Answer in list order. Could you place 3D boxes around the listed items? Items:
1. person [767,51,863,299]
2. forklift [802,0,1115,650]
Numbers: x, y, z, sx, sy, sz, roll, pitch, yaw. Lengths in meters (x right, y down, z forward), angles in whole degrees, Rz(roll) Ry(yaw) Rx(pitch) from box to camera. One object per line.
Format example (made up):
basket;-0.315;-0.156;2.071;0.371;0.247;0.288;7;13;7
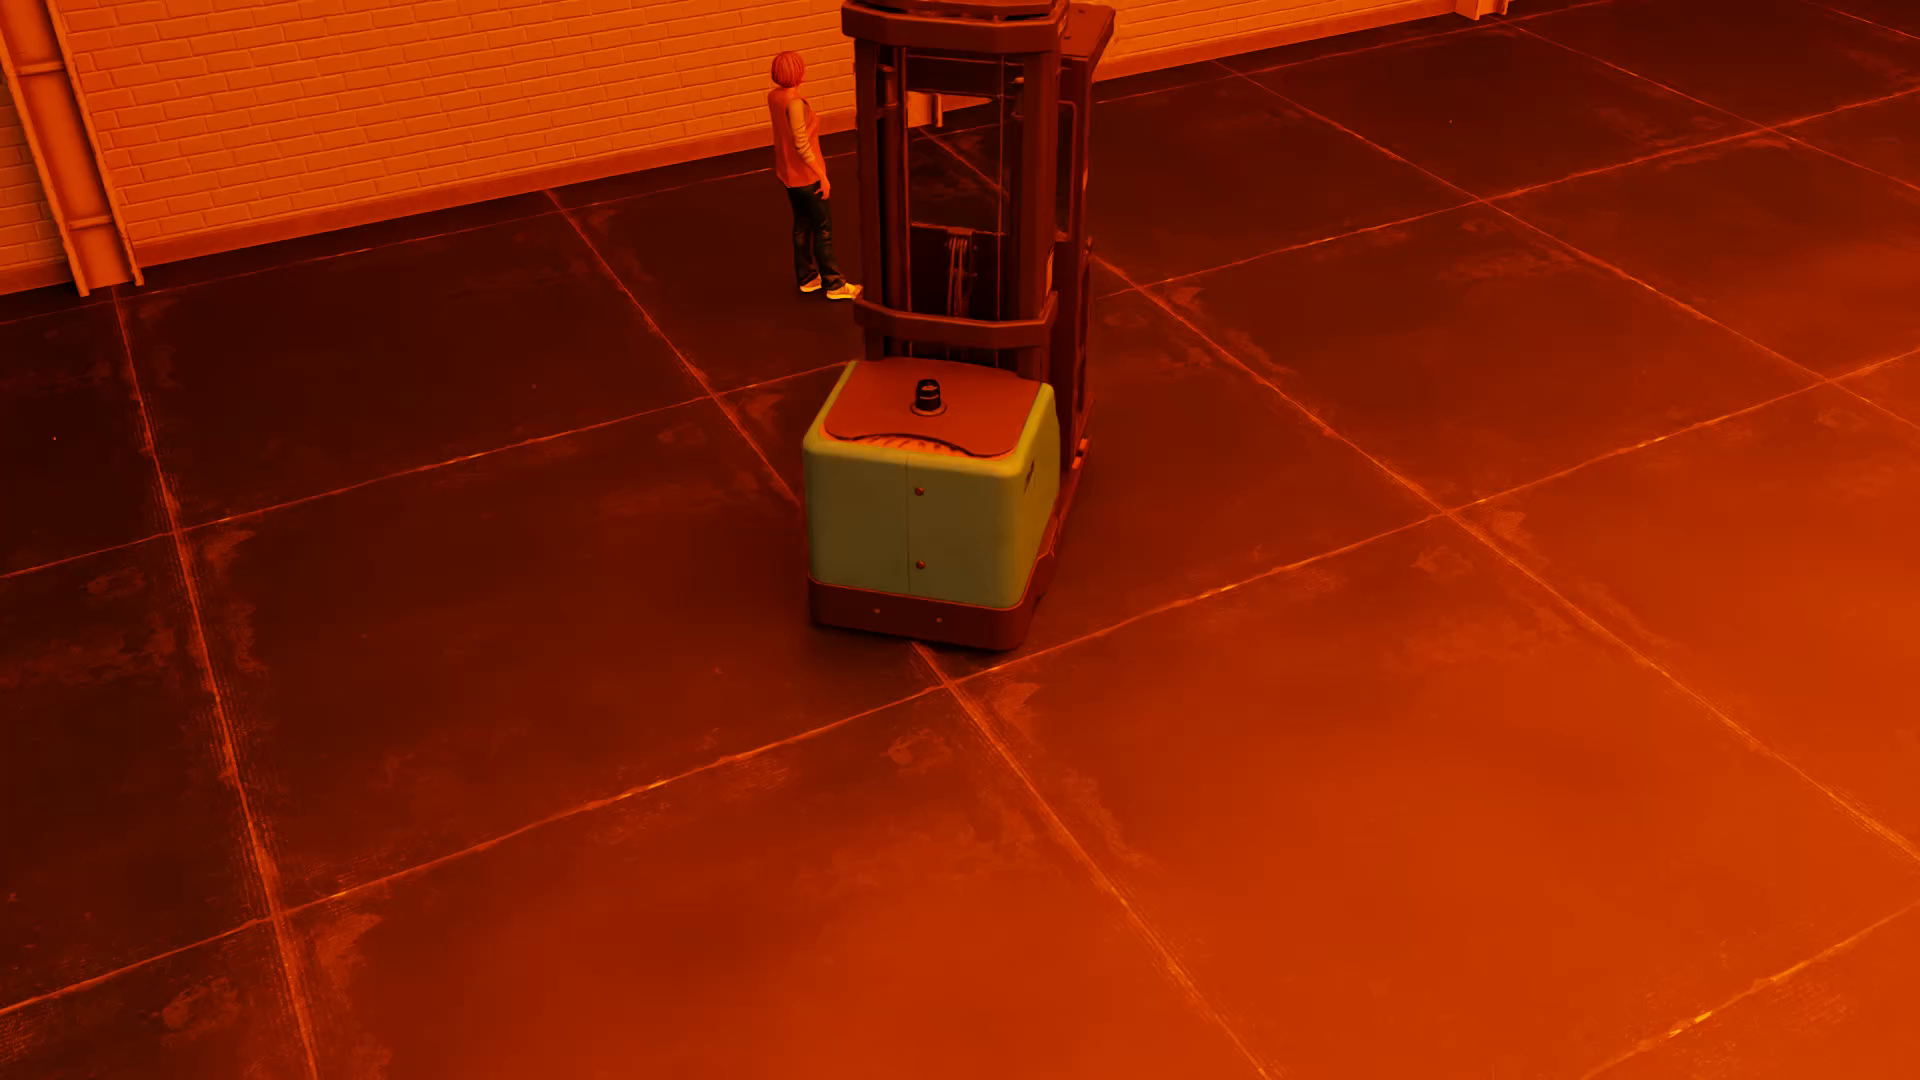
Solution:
person;-0.926;-2.319;10.548;0.476;1.598;0.517;-18;39;-23
forklift;0.113;-1.527;8.284;1.130;2.935;3.031;8;36;11
